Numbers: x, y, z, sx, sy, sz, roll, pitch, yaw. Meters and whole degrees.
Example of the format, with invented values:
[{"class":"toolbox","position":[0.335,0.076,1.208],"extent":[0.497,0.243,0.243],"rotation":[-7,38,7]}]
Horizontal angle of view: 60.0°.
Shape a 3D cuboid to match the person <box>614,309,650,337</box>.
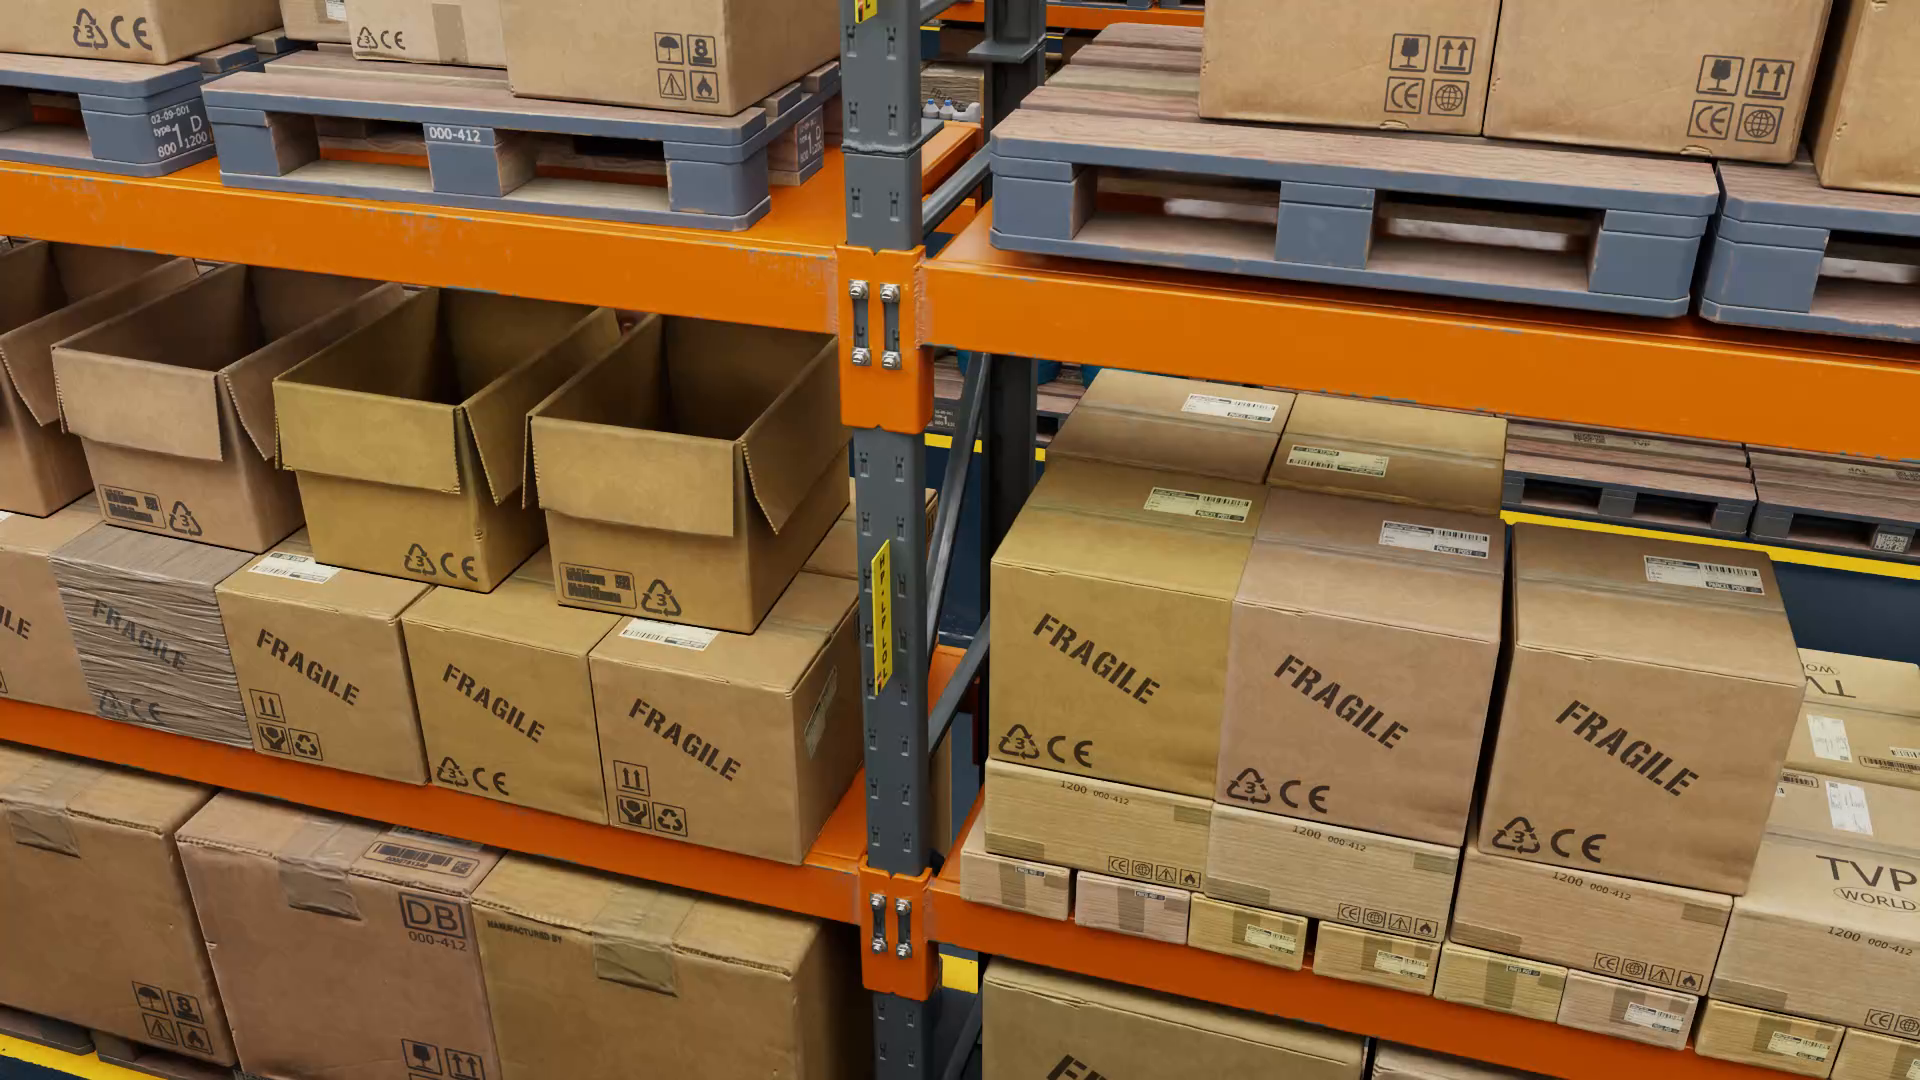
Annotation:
[{"class":"person","position":[-1.186,-0.142,6.369],"extent":[0.679,1.775,0.630],"rotation":[-23,36,-35]}]
